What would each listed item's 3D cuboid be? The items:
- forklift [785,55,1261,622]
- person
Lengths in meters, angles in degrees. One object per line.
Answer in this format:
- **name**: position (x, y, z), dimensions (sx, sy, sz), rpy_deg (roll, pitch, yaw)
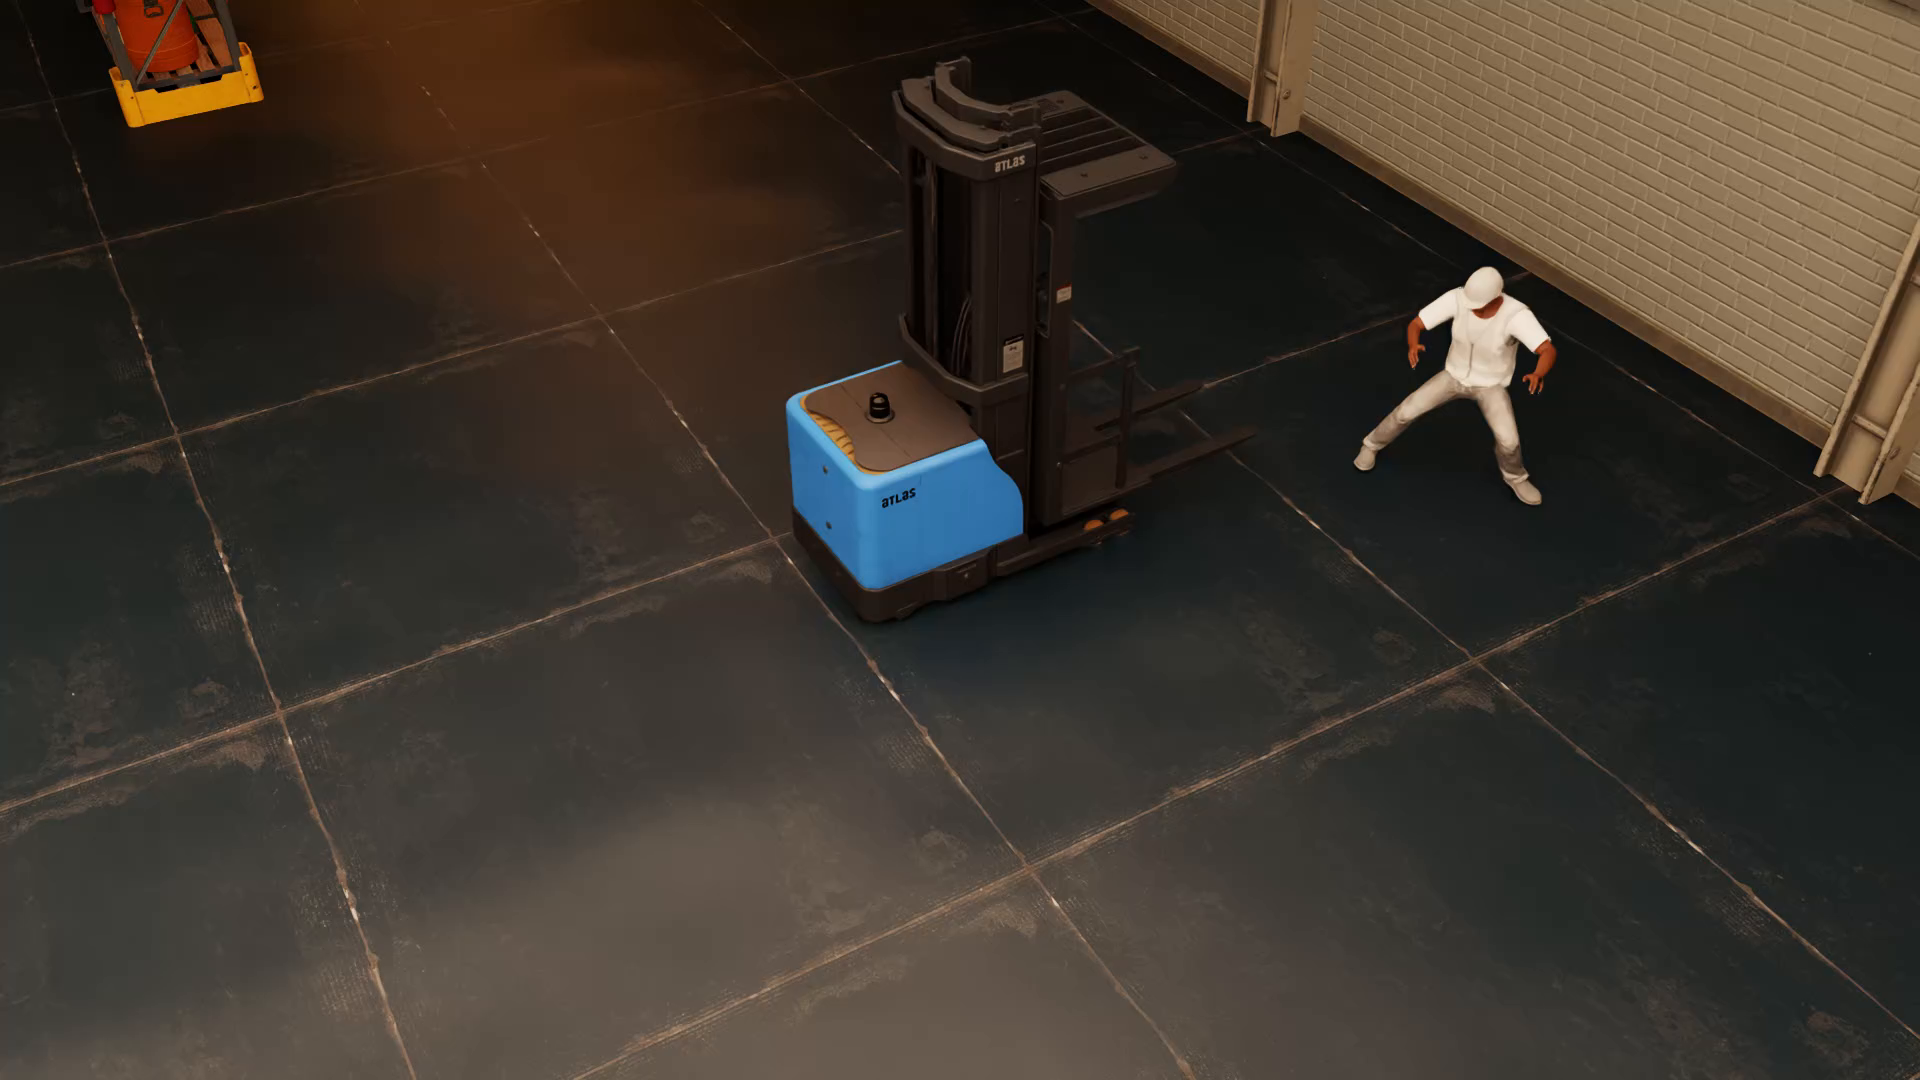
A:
- **forklift**: position (0.498, -1.357, 9.672), dimensions (3.031, 2.935, 1.130), rpy_deg (-21, 44, -23)
- **person**: position (3.163, -0.973, 10.310), dimensions (1.181, 1.531, 0.710), rpy_deg (29, 48, 31)
